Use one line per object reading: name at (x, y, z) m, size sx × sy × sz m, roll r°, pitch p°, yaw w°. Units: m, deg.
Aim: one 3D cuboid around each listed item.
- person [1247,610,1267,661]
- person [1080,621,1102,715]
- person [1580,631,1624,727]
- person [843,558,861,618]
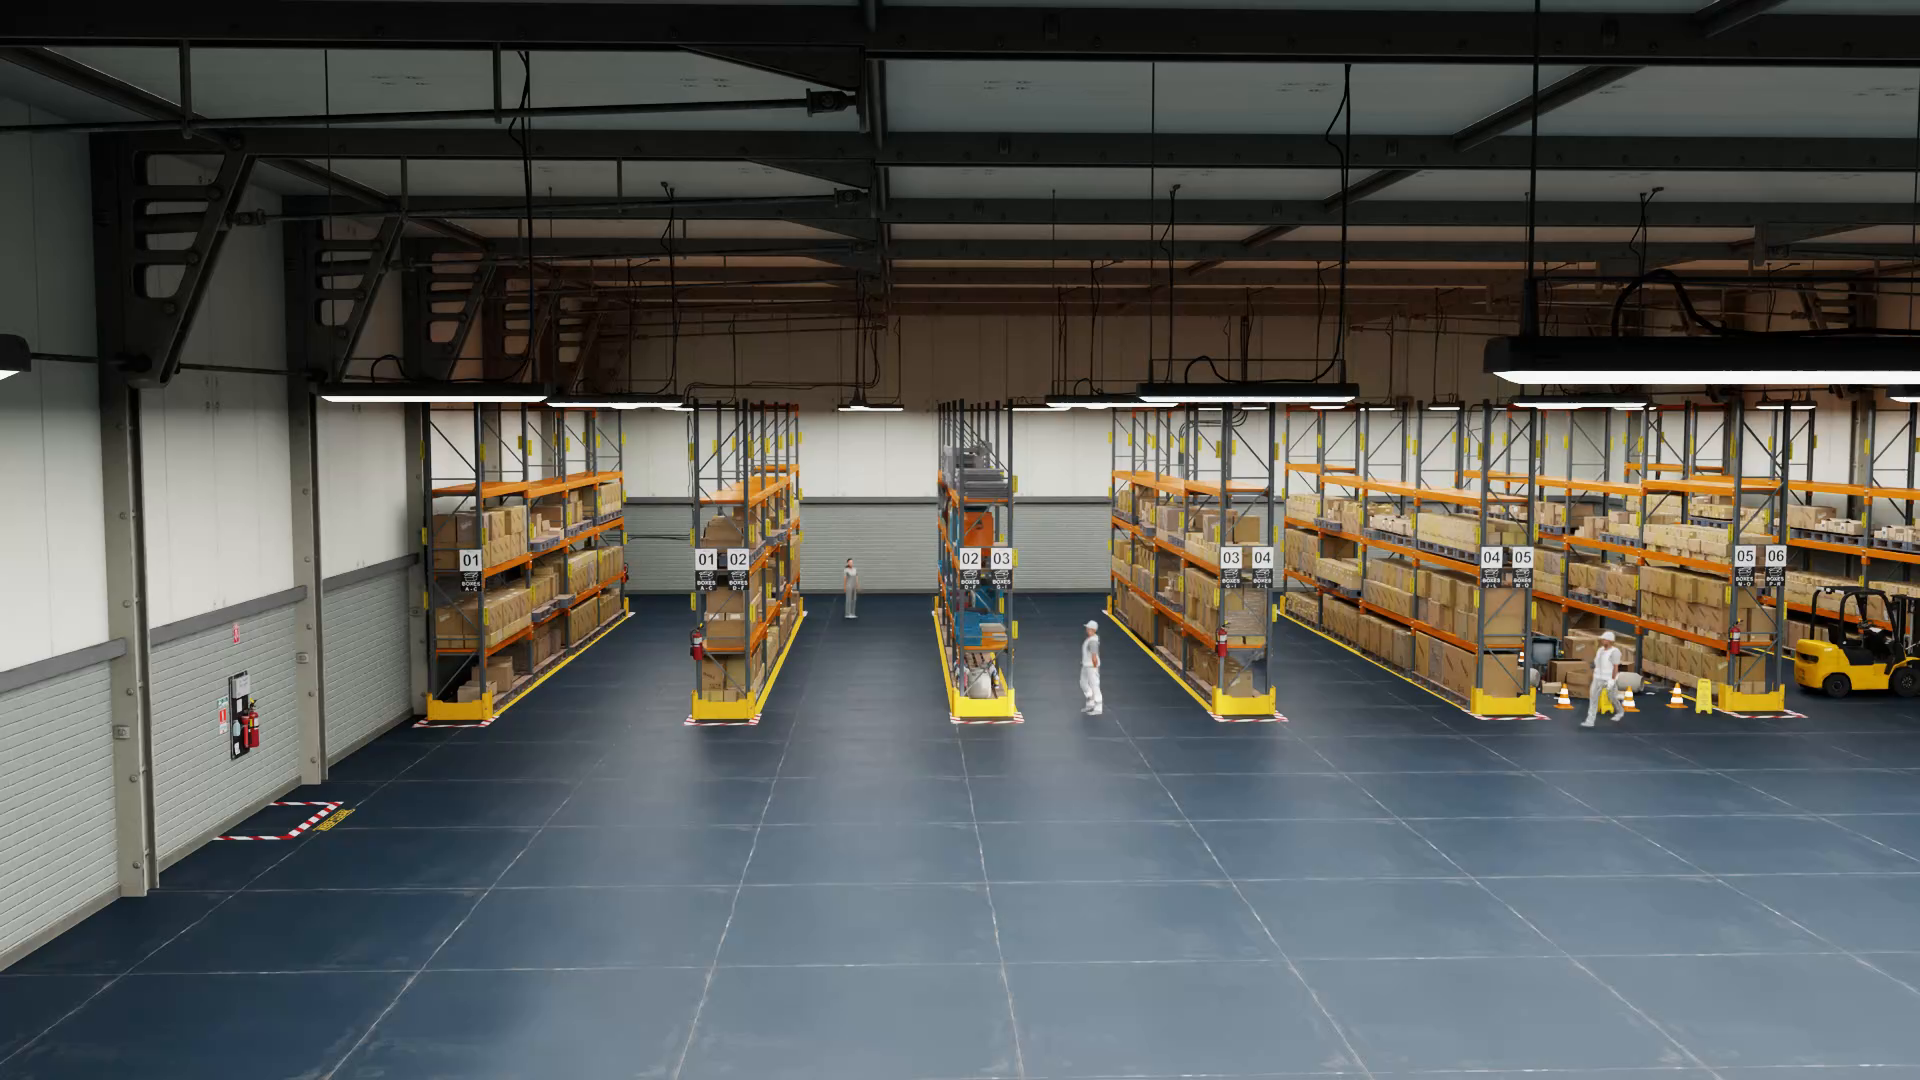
person at (6.926, 1.918, 38.618) m, size 0.488 × 1.762 × 0.608 m, roll 1°, pitch 4°, yaw 14°
person at (2.466, 2.416, 31.645) m, size 0.385 × 1.799 × 0.711 m, roll -2°, pitch 5°, yaw -20°
person at (11.802, 2.540, 30.359) m, size 0.545 × 1.756 × 1.010 m, roll 4°, pitch 6°, yaw 44°
person at (-3.024, 1.370, 46.610) m, size 0.399 × 1.718 × 0.482 m, roll 3°, pitch 5°, yaw 33°
